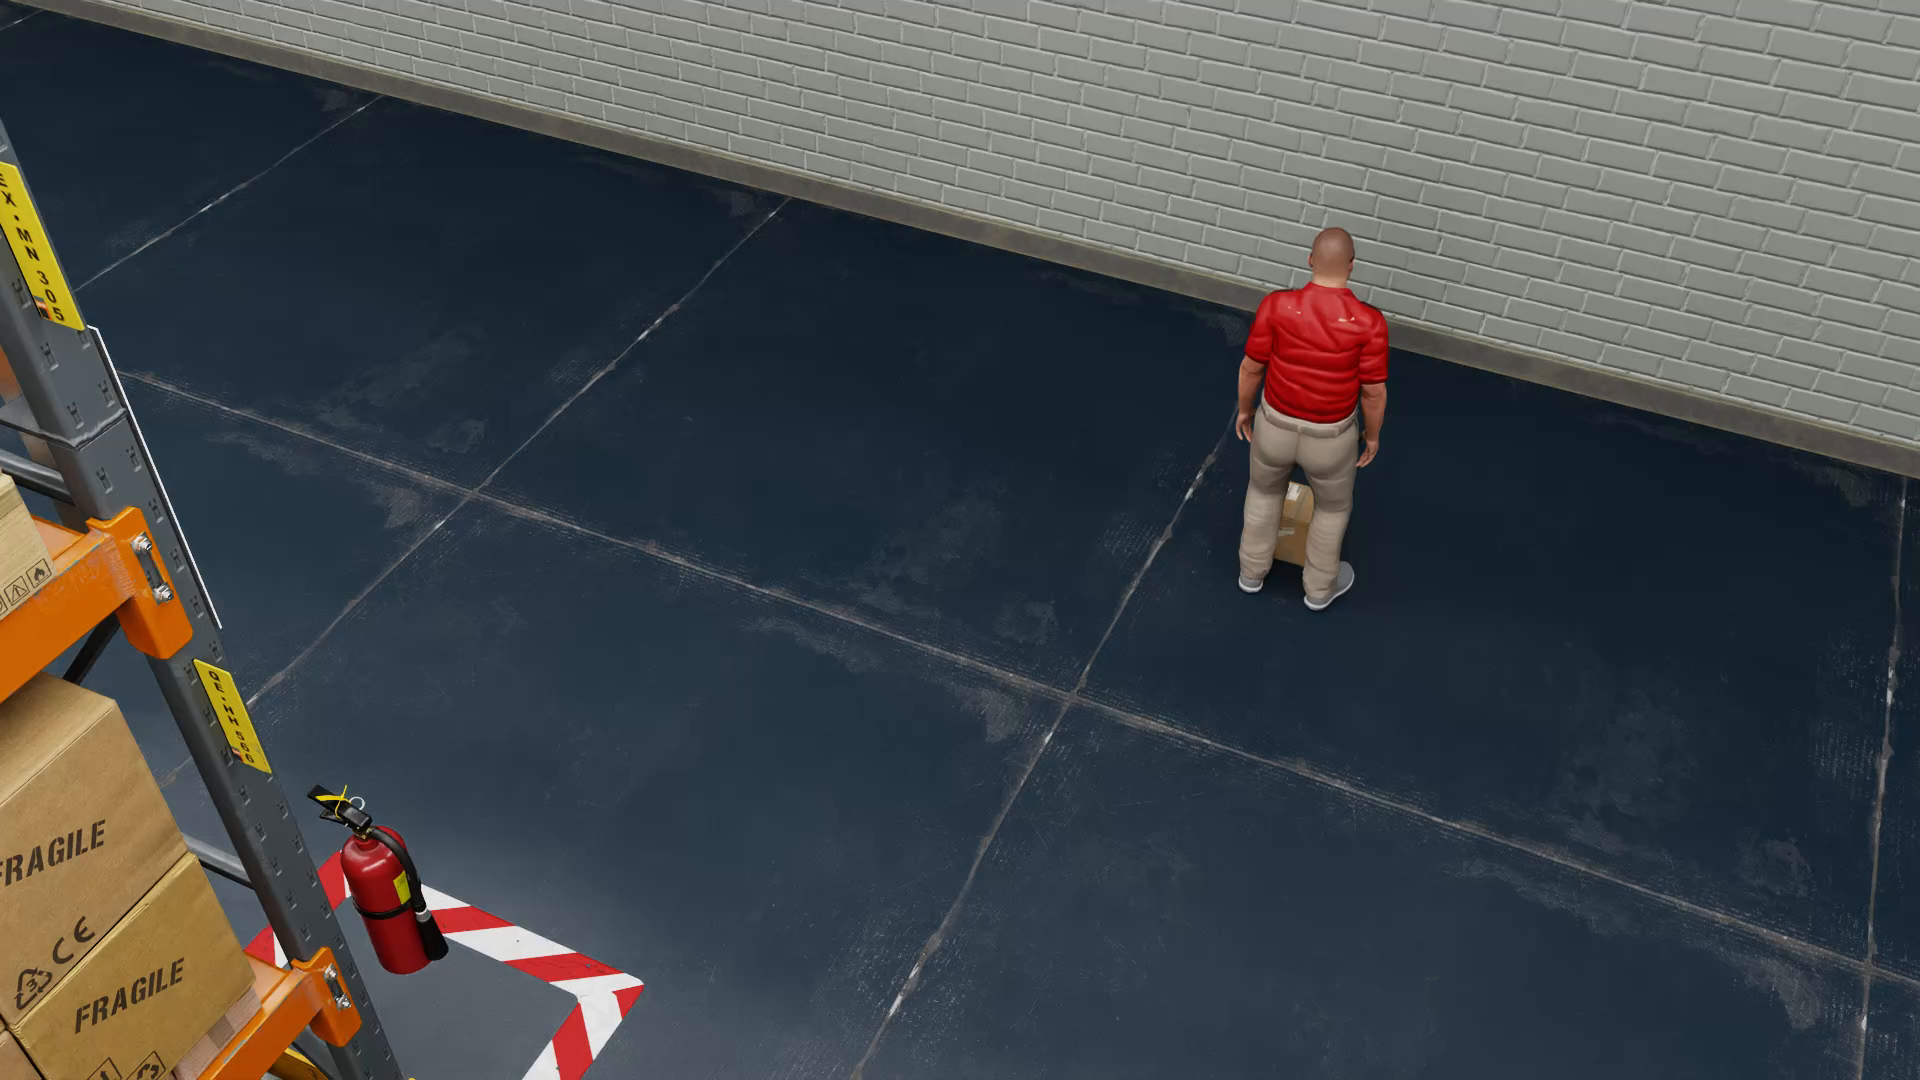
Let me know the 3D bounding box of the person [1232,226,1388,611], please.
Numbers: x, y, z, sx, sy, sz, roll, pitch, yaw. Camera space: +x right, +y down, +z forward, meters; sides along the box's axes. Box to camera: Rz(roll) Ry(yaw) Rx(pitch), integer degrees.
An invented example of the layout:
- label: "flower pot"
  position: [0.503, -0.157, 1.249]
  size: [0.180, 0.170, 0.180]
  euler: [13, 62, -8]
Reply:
- label: "person"
  position: [1.394, -0.461, 6.688]
  size: [0.605, 1.726, 0.393]
  euler: [15, 44, 16]
